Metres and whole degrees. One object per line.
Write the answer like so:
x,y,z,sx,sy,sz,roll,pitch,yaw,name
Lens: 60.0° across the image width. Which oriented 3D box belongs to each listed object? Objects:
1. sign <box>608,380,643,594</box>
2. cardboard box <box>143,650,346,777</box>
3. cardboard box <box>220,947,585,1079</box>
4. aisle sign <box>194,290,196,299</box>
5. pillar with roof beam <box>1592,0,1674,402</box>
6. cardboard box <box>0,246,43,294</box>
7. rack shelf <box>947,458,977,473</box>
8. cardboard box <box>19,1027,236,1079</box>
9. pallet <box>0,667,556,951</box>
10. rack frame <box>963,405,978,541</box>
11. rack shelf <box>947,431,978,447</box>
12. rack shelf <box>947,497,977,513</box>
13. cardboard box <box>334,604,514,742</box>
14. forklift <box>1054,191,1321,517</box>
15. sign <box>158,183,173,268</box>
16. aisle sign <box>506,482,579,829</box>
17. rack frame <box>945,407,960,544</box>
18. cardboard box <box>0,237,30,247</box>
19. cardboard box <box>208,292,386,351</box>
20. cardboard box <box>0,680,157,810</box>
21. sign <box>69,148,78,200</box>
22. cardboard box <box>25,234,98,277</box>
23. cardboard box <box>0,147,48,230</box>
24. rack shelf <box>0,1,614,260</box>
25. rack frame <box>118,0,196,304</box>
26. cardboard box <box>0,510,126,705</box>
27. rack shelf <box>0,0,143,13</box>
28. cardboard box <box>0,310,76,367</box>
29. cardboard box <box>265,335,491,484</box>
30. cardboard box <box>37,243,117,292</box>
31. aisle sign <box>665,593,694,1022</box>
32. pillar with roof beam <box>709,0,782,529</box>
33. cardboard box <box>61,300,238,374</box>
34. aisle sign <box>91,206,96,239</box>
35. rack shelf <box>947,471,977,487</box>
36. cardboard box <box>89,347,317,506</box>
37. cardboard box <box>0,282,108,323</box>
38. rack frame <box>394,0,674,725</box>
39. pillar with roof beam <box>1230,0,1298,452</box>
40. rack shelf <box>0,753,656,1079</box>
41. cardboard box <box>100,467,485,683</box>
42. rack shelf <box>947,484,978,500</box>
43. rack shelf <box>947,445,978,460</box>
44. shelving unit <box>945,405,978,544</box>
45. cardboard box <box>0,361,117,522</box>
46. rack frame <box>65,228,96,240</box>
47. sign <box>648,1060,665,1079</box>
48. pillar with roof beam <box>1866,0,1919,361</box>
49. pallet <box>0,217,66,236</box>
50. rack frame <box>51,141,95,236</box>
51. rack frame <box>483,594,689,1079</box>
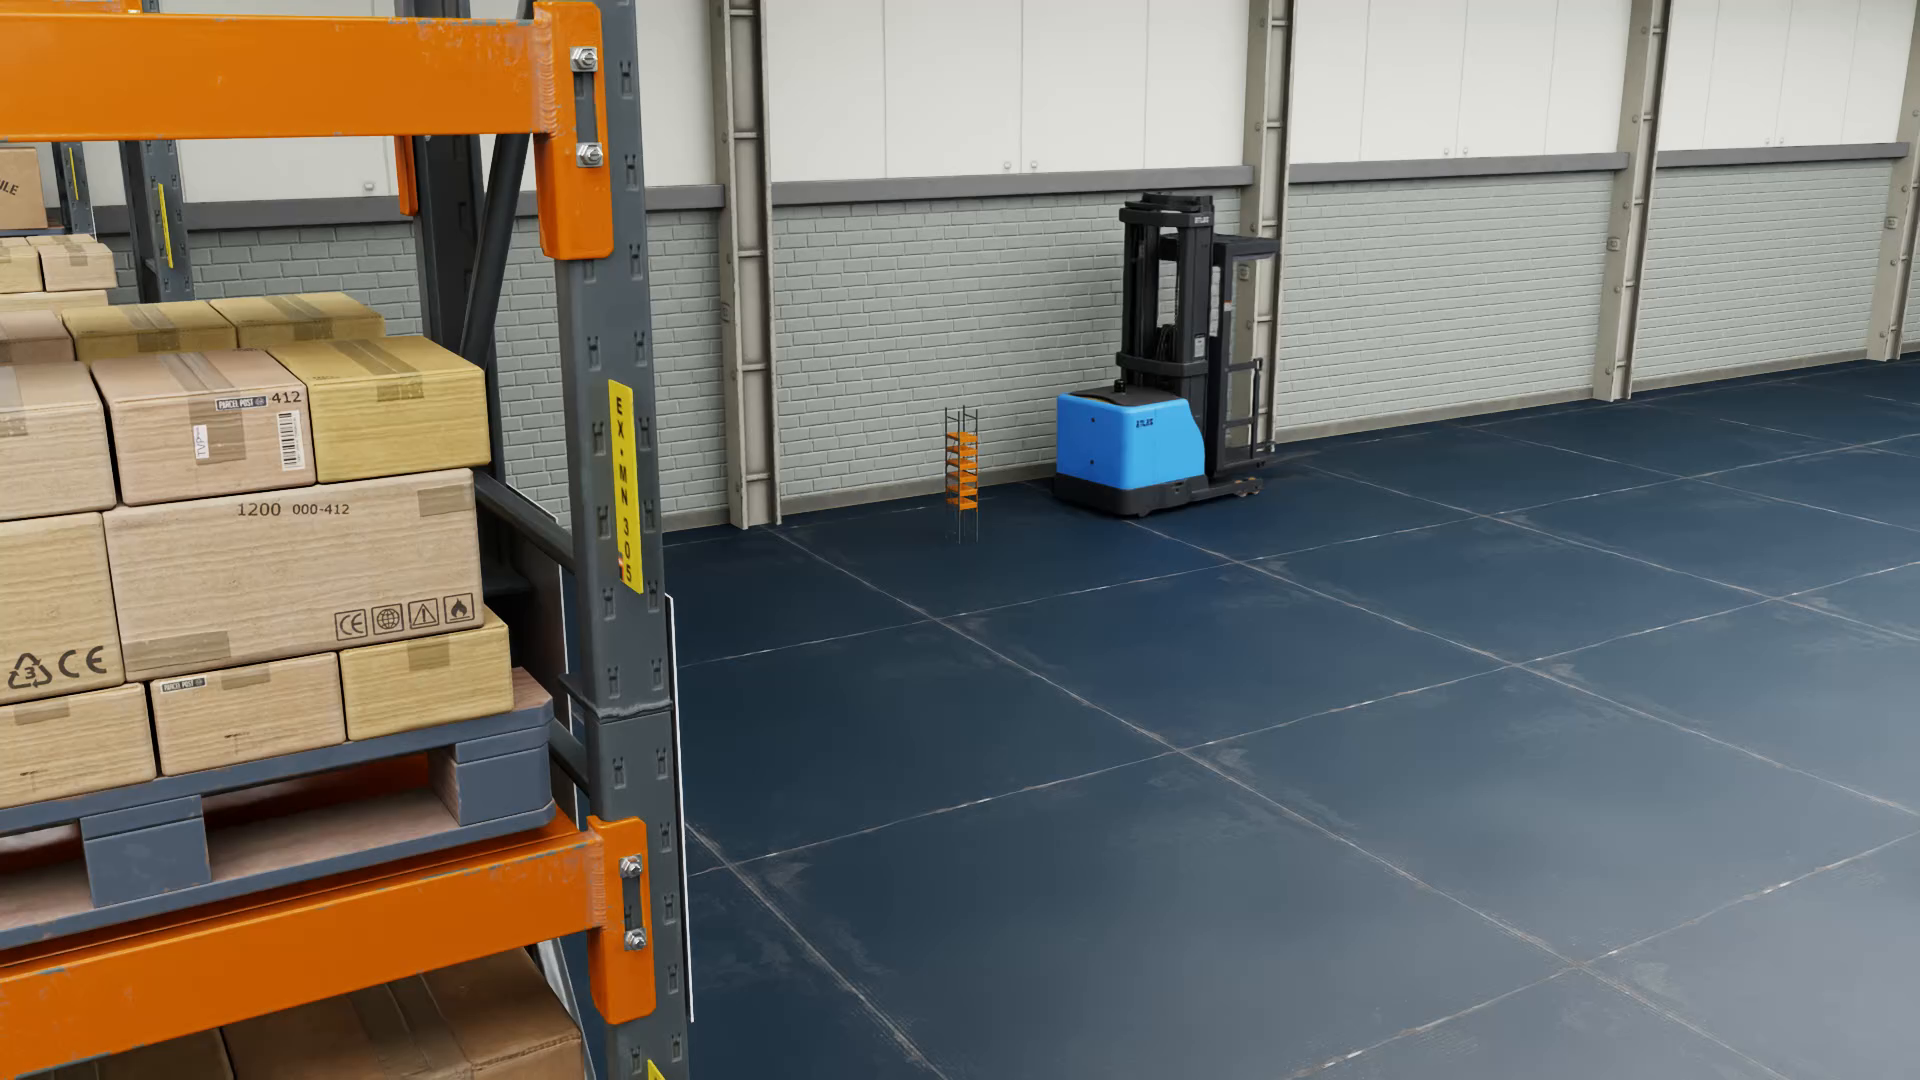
-0.523,-0.083,2.598,0.005,0.325,0.100,-9,18,-30,sign
-1.118,0.208,2.556,0.250,0.149,0.380,-9,18,-29,cardboard box
-1.129,1.072,3.248,0.550,0.550,0.875,-9,18,-30,cardboard box
-3.224,-0.702,7.042,0.004,0.787,0.394,-9,18,-30,aisle sign
10.599,-5.164,16.658,0.400,9.000,9.100,-9,18,-30,pillar with roof beam
-3.805,-1.074,6.616,0.250,0.149,0.380,-9,18,-29,cardboard box
0.012,-0.653,14.735,0.180,0.103,0.258,-9,18,-30,rack shelf
-1.553,1.170,2.899,0.550,0.550,0.875,-9,18,-30,cardboard box
-1.421,0.326,2.797,1.213,0.211,1.003,-9,18,-30,pallet
0.091,-0.592,14.800,0.006,1.200,0.240,-9,18,-30,rack frame
0.012,-0.884,14.670,0.180,0.103,0.258,-9,18,-30,rack shelf
0.012,-0.306,14.832,0.180,0.103,0.258,-9,18,-30,rack shelf
-0.901,0.173,2.680,0.250,0.149,0.380,-9,18,-30,cardboard box
2.384,-1.930,16.365,3.031,2.935,1.130,-12,20,-37,forklift
-3.158,-1.249,6.609,0.005,0.325,0.100,-9,18,-30,sign
-0.884,0.291,3.498,0.004,0.787,0.394,-9,18,-30,aisle sign
-0.066,-0.567,14.710,0.006,1.200,0.240,-9,18,-30,rack frame
-4.044,-1.176,6.977,0.250,0.149,0.380,-9,18,-30,cardboard box
-1.241,-0.363,3.115,0.250,0.149,0.380,-9,18,-29,cardboard box
-1.337,0.244,2.428,0.250,0.149,0.380,-9,18,-29,cardboard box
-5.719,-2.362,10.728,0.005,0.325,0.100,-9,18,-30,sign
-3.836,-1.214,7.115,0.250,0.149,0.380,-9,18,-30,cardboard box
-6.240,-2.282,10.788,0.500,0.500,0.500,-9,18,-28,cardboard box
-2.505,-0.450,1.916,4.000,0.370,1.077,-9,18,-30,rack shelf
-3.427,-2.398,6.792,0.127,3.000,1.000,-9,18,-30,rack frame
-1.496,0.058,2.350,0.500,0.250,0.500,-9,18,-30,cardboard box
-5.141,-1.772,5.898,4.000,0.370,1.077,-9,18,-30,rack shelf
-1.675,-0.293,2.864,0.250,0.149,0.380,-9,18,-30,cardboard box
-0.905,-0.210,2.570,0.250,0.149,0.380,-9,18,-29,cardboard box
-3.564,-1.101,6.712,0.250,0.149,0.380,-9,18,-29,cardboard box
-0.575,0.430,3.003,0.004,0.787,0.394,-9,18,-30,aisle sign
0.313,-3.496,10.708,0.400,9.000,9.100,-9,18,-30,pillar with roof beam
-1.456,-0.328,2.991,0.250,0.149,0.380,-9,18,-29,cardboard box
-5.779,-1.850,11.136,0.004,0.787,0.394,-9,18,-30,aisle sign
0.012,-0.537,14.767,0.180,0.103,0.258,-9,18,-30,rack shelf
-1.119,-0.176,2.448,0.250,0.149,0.380,-9,18,-29,cardboard box
-3.726,-0.891,6.701,0.500,0.250,0.500,-9,18,-30,cardboard box
-0.791,-1.267,2.756,0.127,3.000,1.000,-9,18,-30,rack frame
5.456,-4.330,13.683,0.400,9.000,9.100,-9,18,-30,pillar with roof beam
-2.505,0.802,2.267,4.000,0.370,1.077,-9,18,-30,rack shelf
-1.066,-0.011,2.598,0.500,0.250,0.500,-9,18,-29,cardboard box
0.012,-0.421,14.799,0.180,0.103,0.258,-9,18,-30,rack shelf
0.012,-0.768,14.702,0.180,0.103,0.258,-9,18,-30,rack shelf
0.012,-0.580,14.755,0.189,1.200,0.258,-9,18,-30,shelving unit
-1.339,-0.140,2.321,0.250,0.149,0.380,-9,18,-29,cardboard box
-5.986,-0.657,11.697,0.127,3.000,1.000,-9,18,-30,rack frame
-0.523,1.078,2.923,0.005,0.325,0.100,-9,18,-30,sign
15.742,-5.998,19.634,0.400,9.000,9.100,-9,18,-30,pillar with roof beam
-6.606,-1.967,10.975,1.213,0.211,1.003,-9,18,-30,pallet
-5.986,-3.546,10.887,0.127,3.000,1.000,-9,18,-30,rack frame
-0.791,1.622,3.566,0.127,3.000,1.000,-9,18,-30,rack frame
